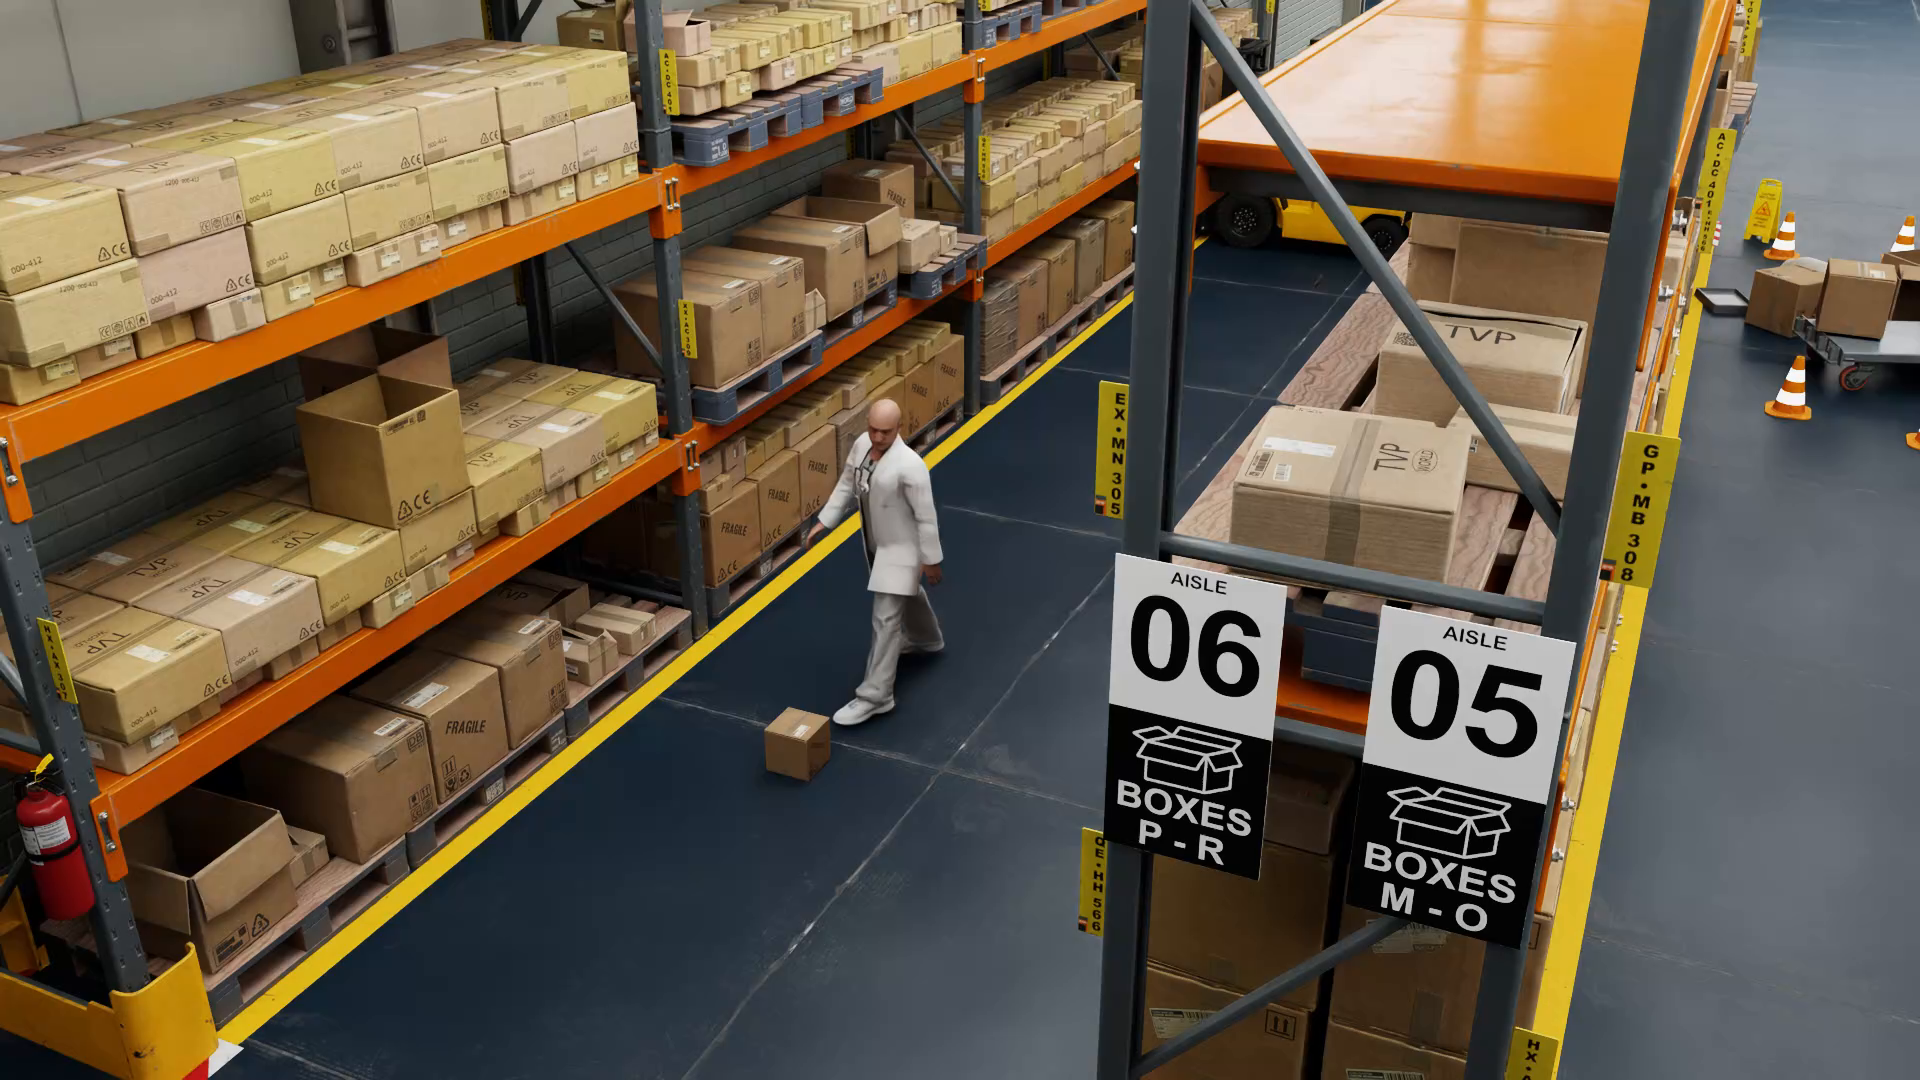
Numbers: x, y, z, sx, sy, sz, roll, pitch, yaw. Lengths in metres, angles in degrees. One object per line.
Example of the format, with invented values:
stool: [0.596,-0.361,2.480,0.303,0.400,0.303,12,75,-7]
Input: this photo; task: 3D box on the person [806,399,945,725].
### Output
person: [-0.423,0.024,9.071,0.936,1.730,0.681,-14,29,-27]
